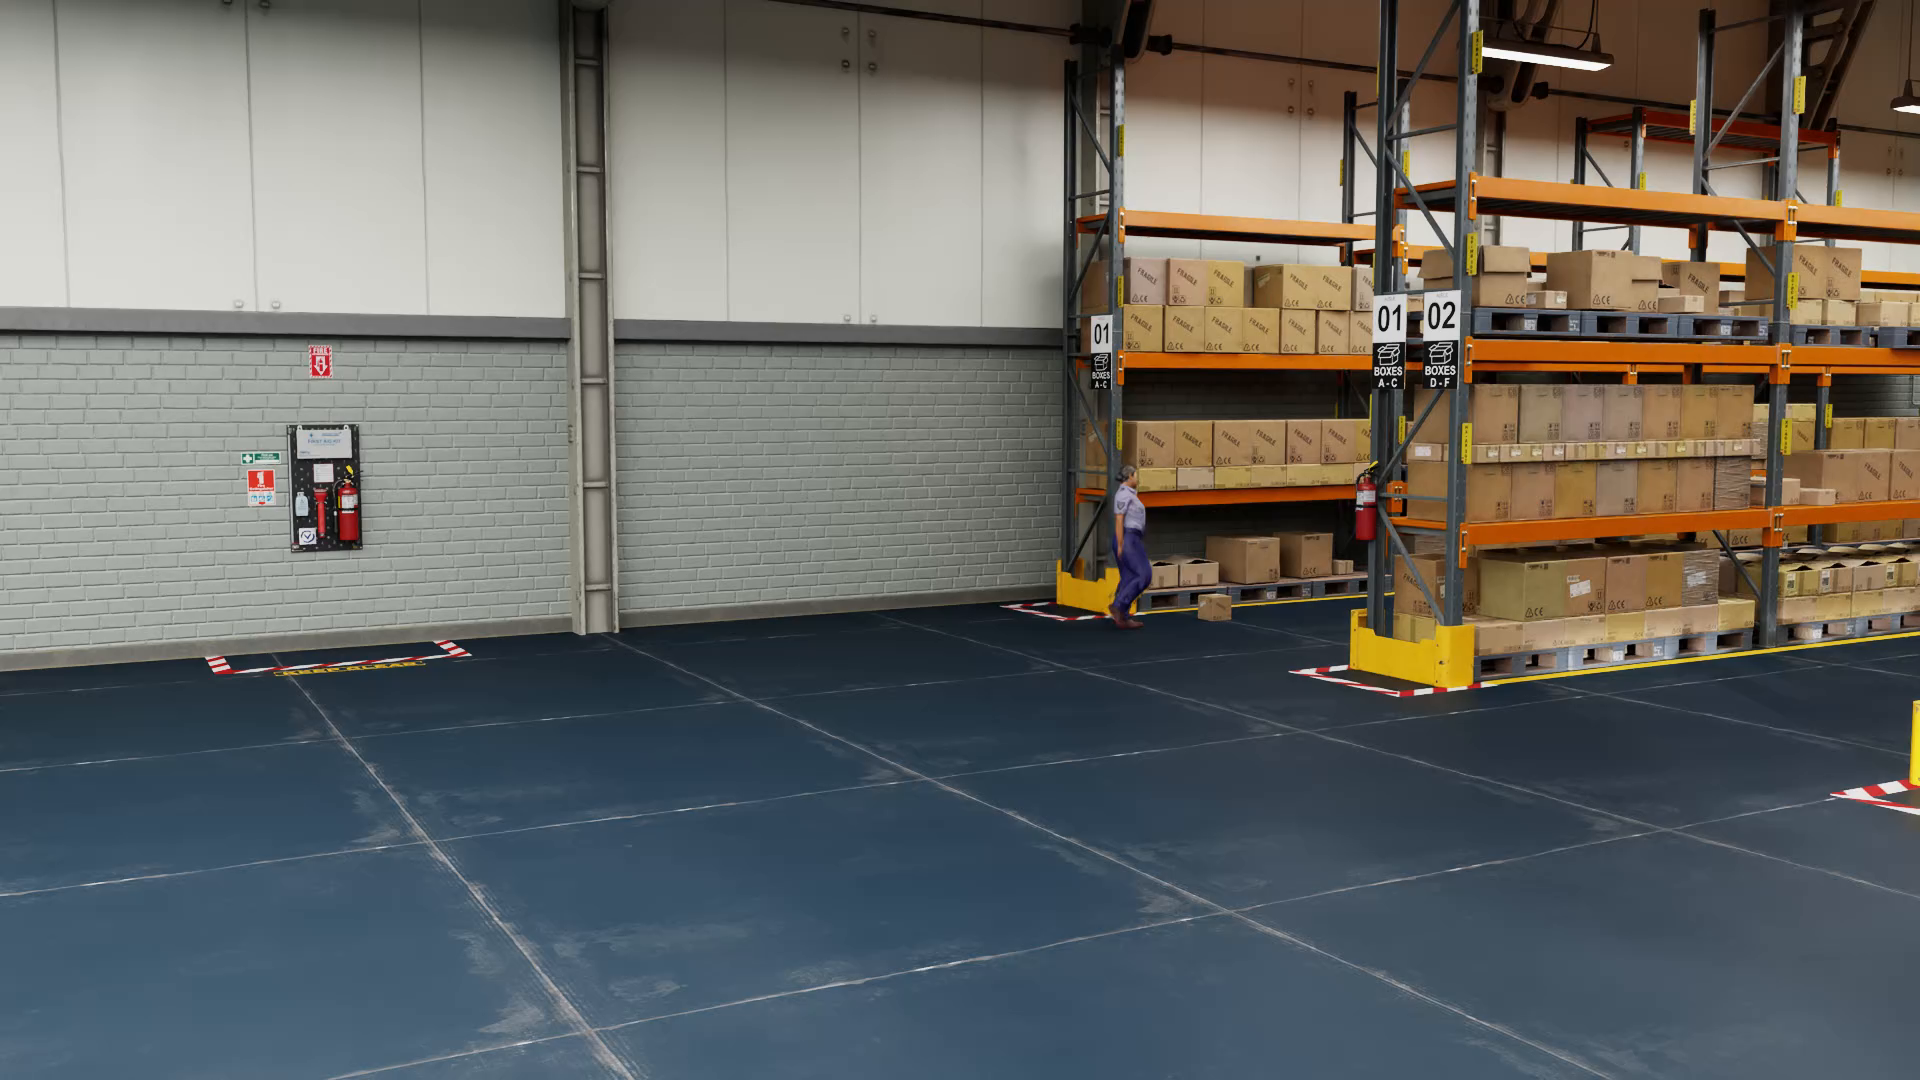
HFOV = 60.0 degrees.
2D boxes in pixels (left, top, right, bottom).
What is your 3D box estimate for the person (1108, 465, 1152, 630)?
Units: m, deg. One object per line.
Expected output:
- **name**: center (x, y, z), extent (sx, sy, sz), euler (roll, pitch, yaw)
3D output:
- **person**: center (1.717, 0.072, 16.740), extent (0.438, 1.626, 0.548), euler (1, 5, 7)
